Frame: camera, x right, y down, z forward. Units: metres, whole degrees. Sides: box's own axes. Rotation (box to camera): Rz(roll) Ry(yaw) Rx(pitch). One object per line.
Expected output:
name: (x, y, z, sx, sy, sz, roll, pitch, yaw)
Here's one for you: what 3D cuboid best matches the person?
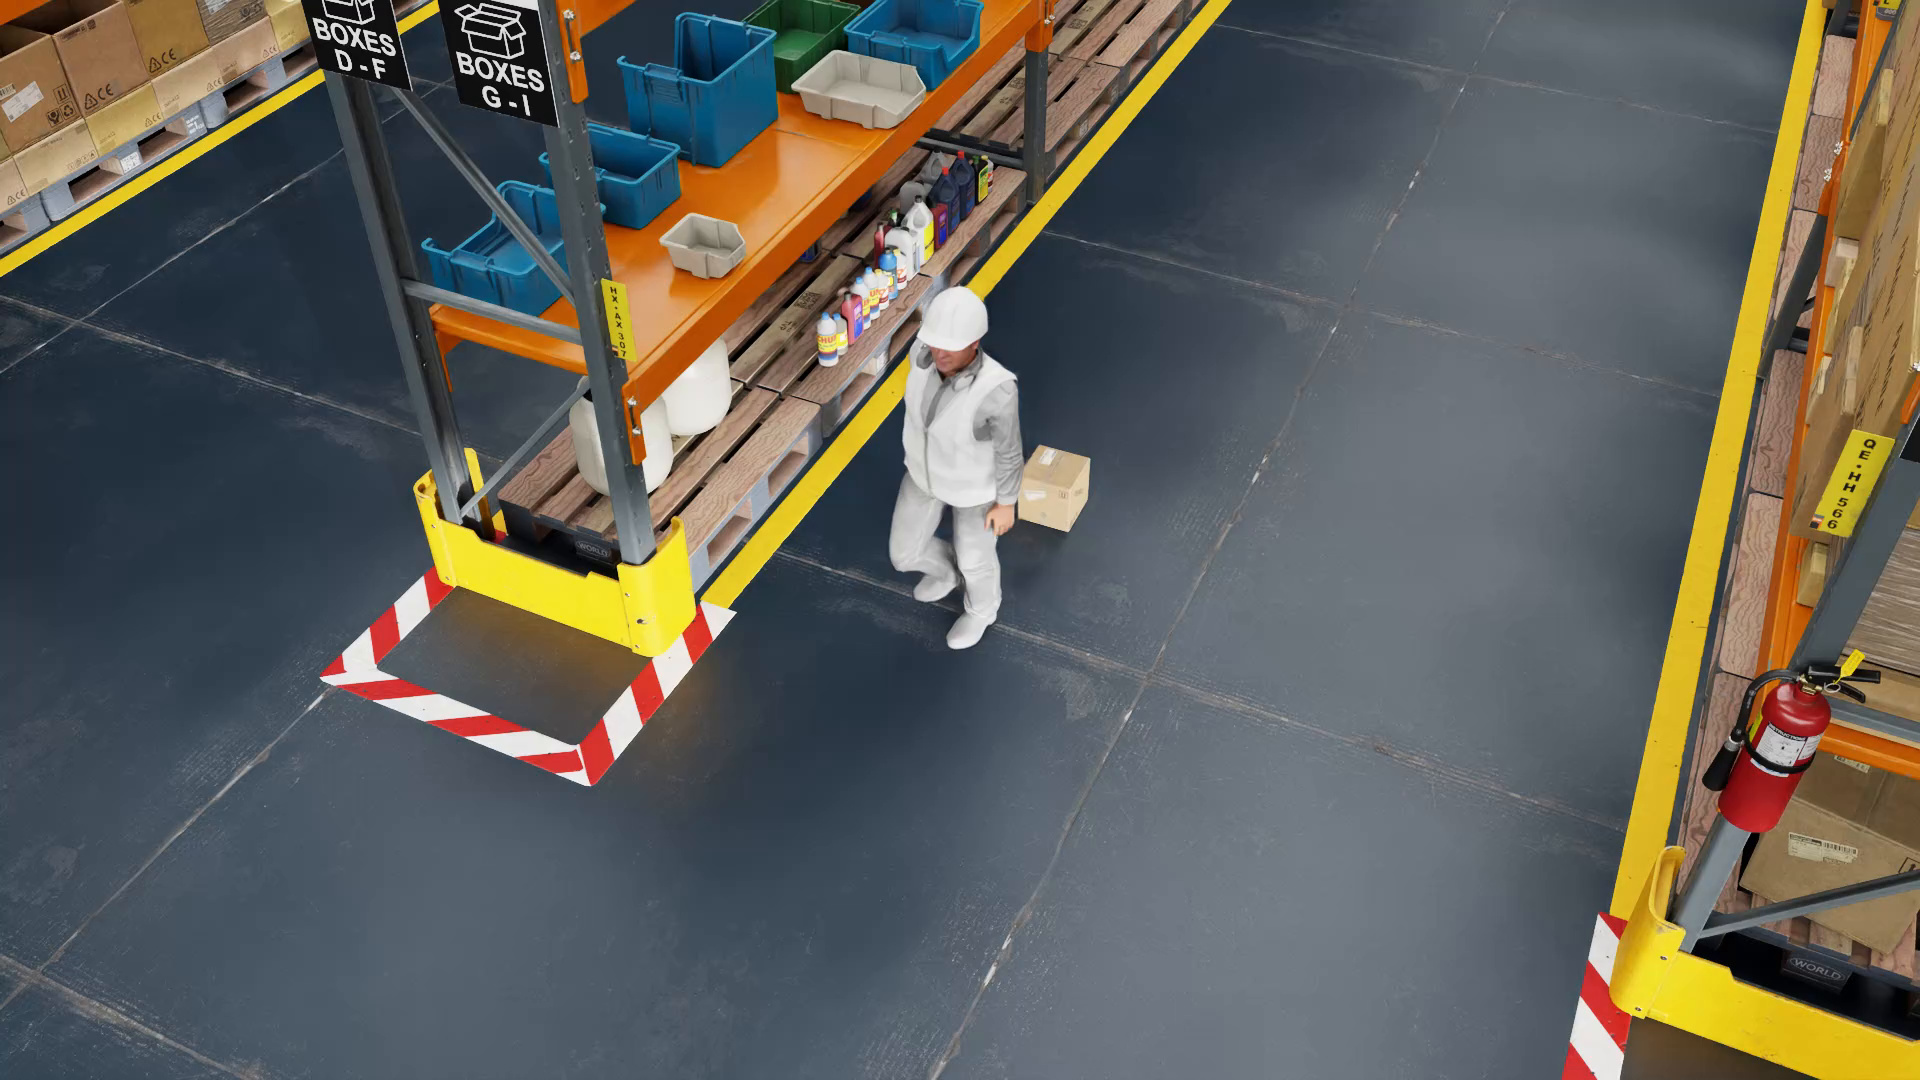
person: (0.003, -0.248, 6.395, 0.568, 1.761, 0.474, 28, 49, 28)
